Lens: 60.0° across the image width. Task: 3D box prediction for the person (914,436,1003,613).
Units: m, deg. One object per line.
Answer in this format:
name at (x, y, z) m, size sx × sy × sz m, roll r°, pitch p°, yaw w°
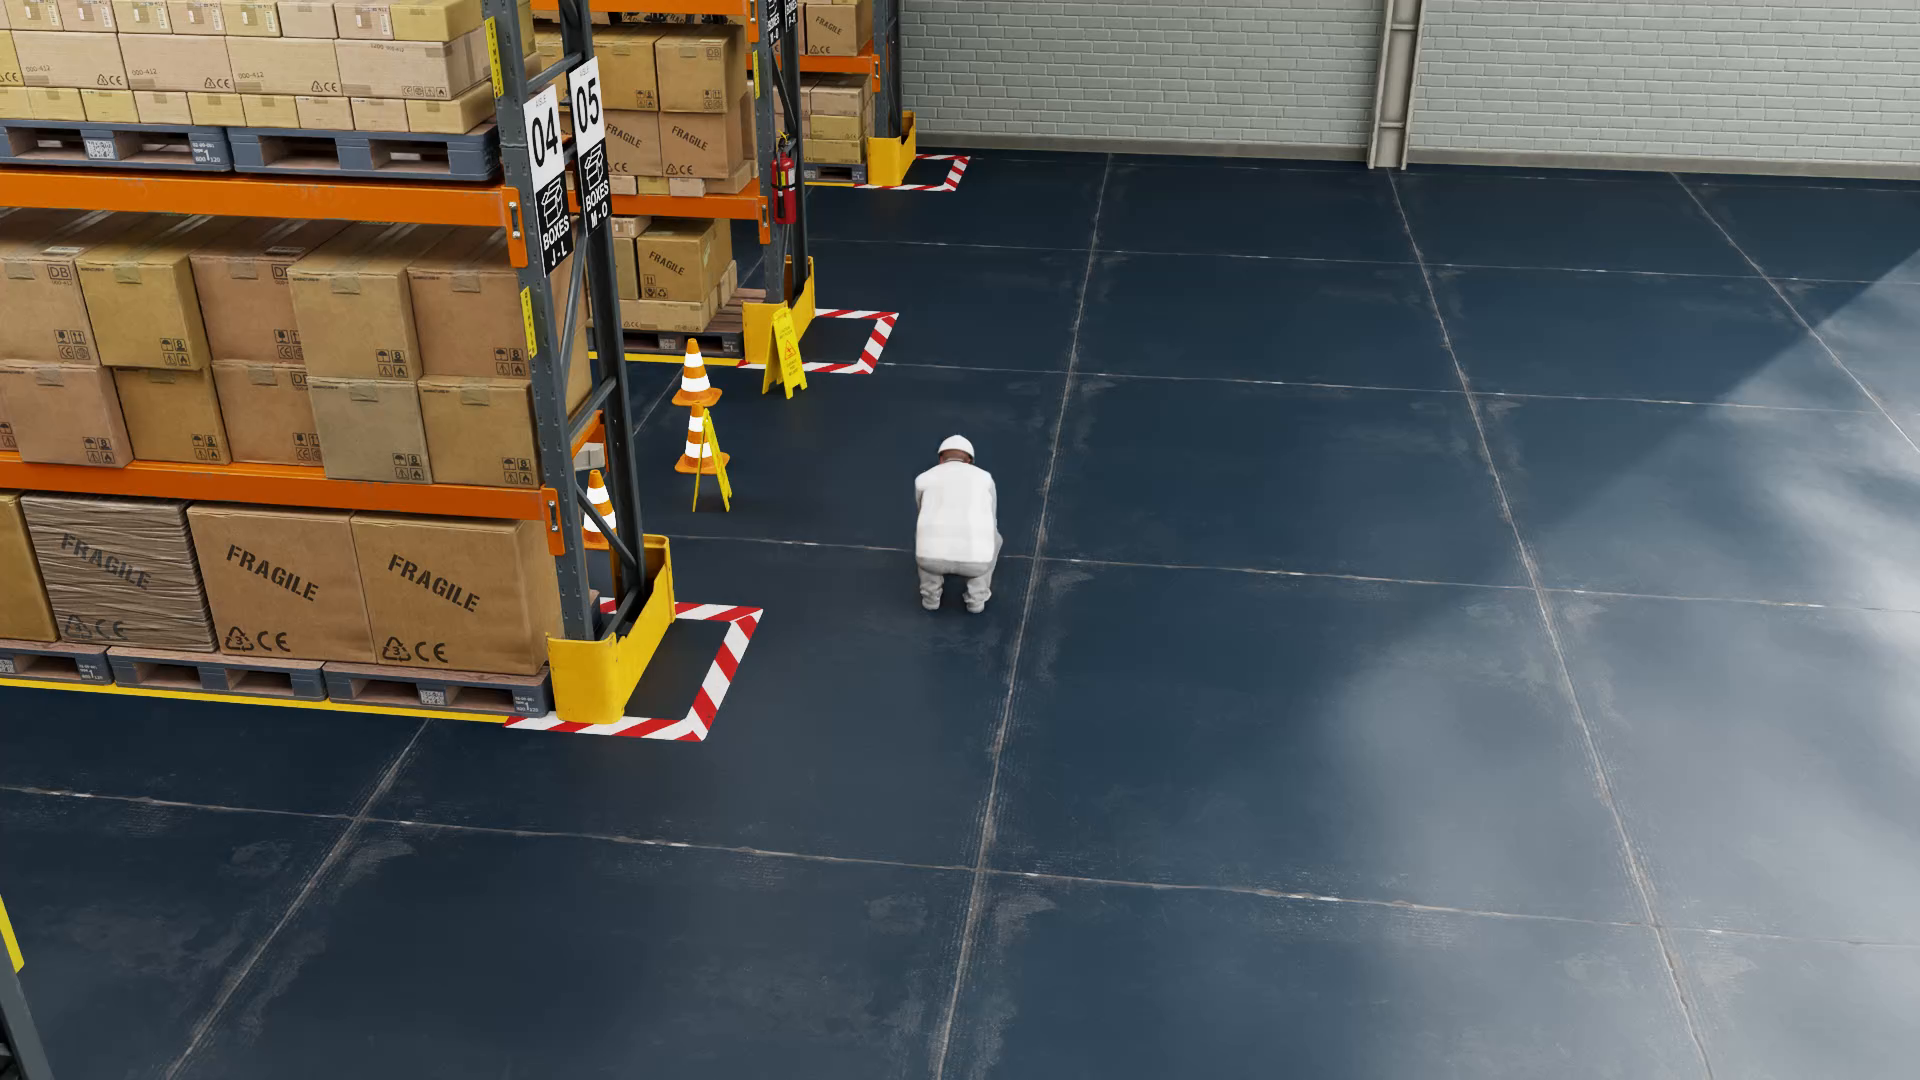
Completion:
person at (-0.017, -0.061, 9.789) m, size 0.528 × 0.864 × 0.944 m, roll 3°, pitch 28°, yaw 6°
